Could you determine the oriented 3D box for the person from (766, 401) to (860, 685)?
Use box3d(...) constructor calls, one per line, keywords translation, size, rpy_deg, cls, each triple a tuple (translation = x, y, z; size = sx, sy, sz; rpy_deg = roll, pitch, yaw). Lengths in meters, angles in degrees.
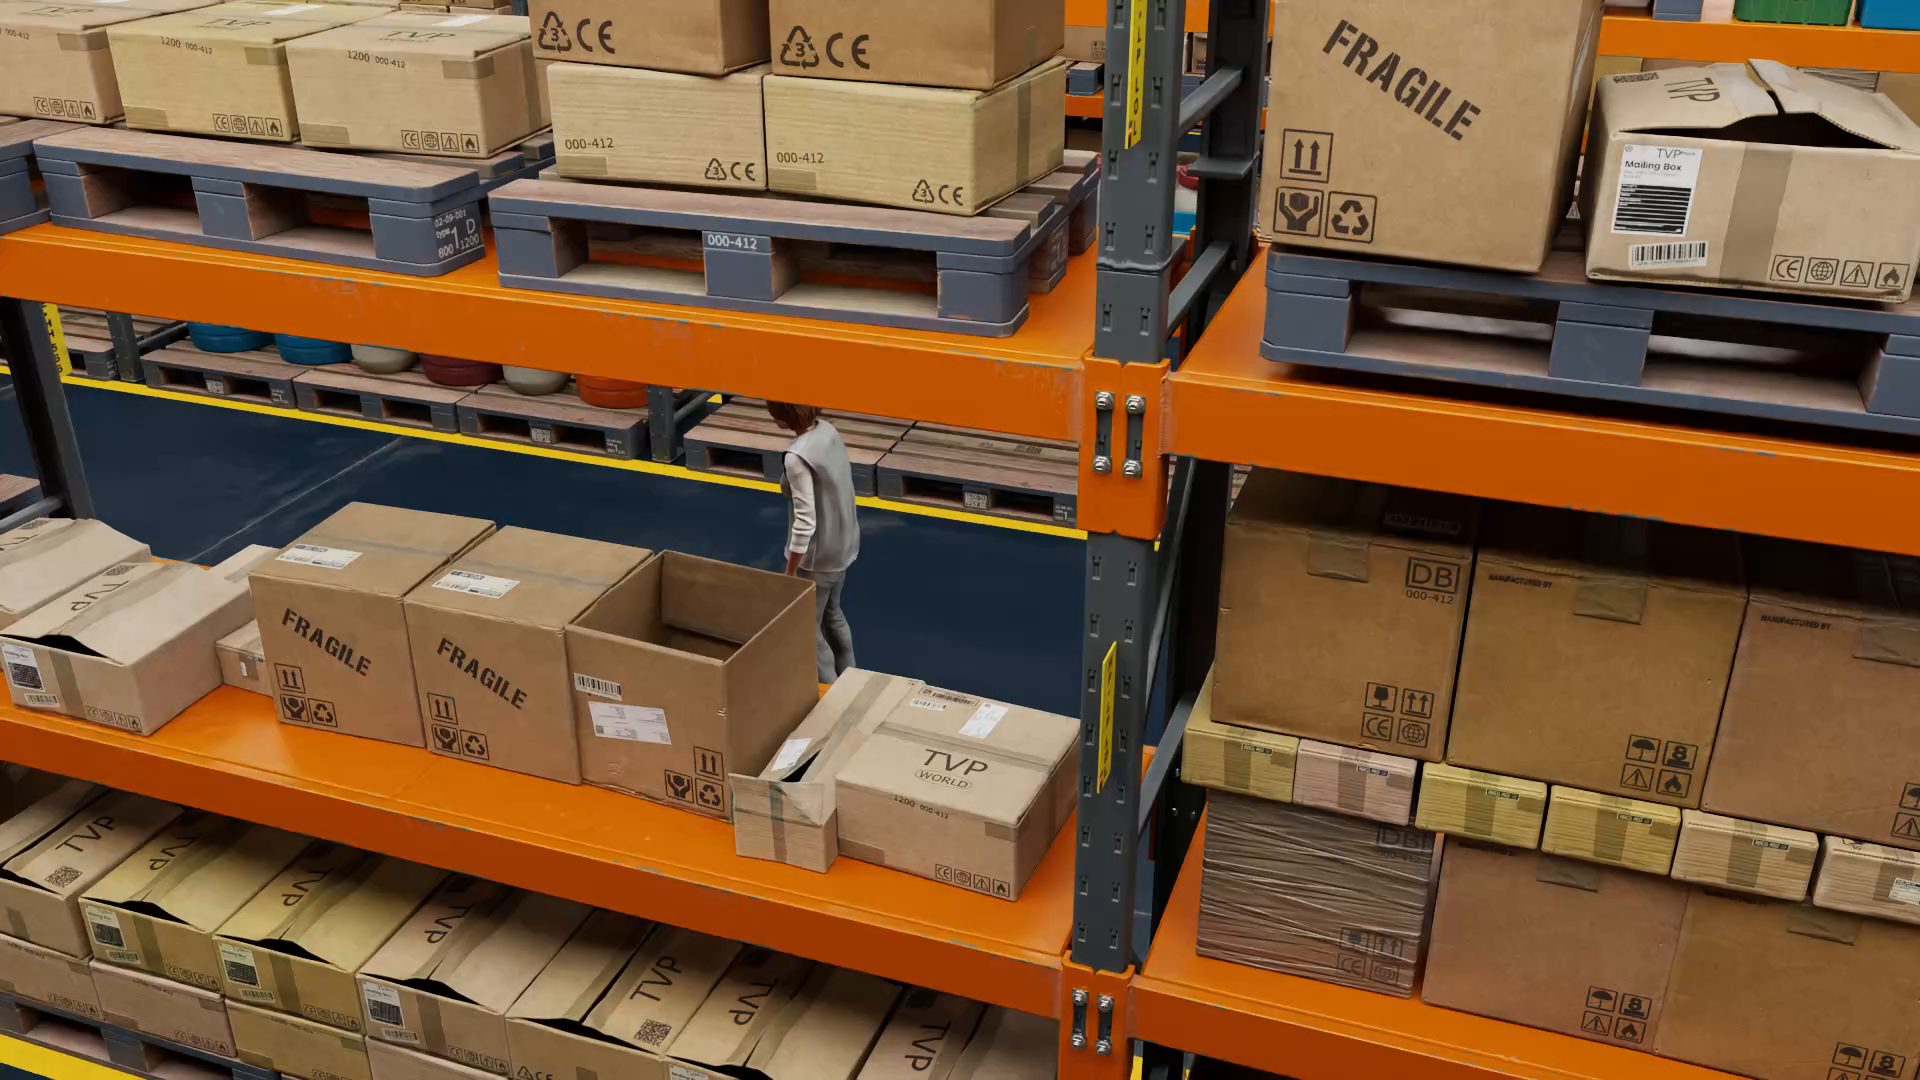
box3d(translation=(-0.603, 0.060, 7.001), size=(0.343, 1.594, 0.480), rpy_deg=(8, 27, 15), cls="person")
